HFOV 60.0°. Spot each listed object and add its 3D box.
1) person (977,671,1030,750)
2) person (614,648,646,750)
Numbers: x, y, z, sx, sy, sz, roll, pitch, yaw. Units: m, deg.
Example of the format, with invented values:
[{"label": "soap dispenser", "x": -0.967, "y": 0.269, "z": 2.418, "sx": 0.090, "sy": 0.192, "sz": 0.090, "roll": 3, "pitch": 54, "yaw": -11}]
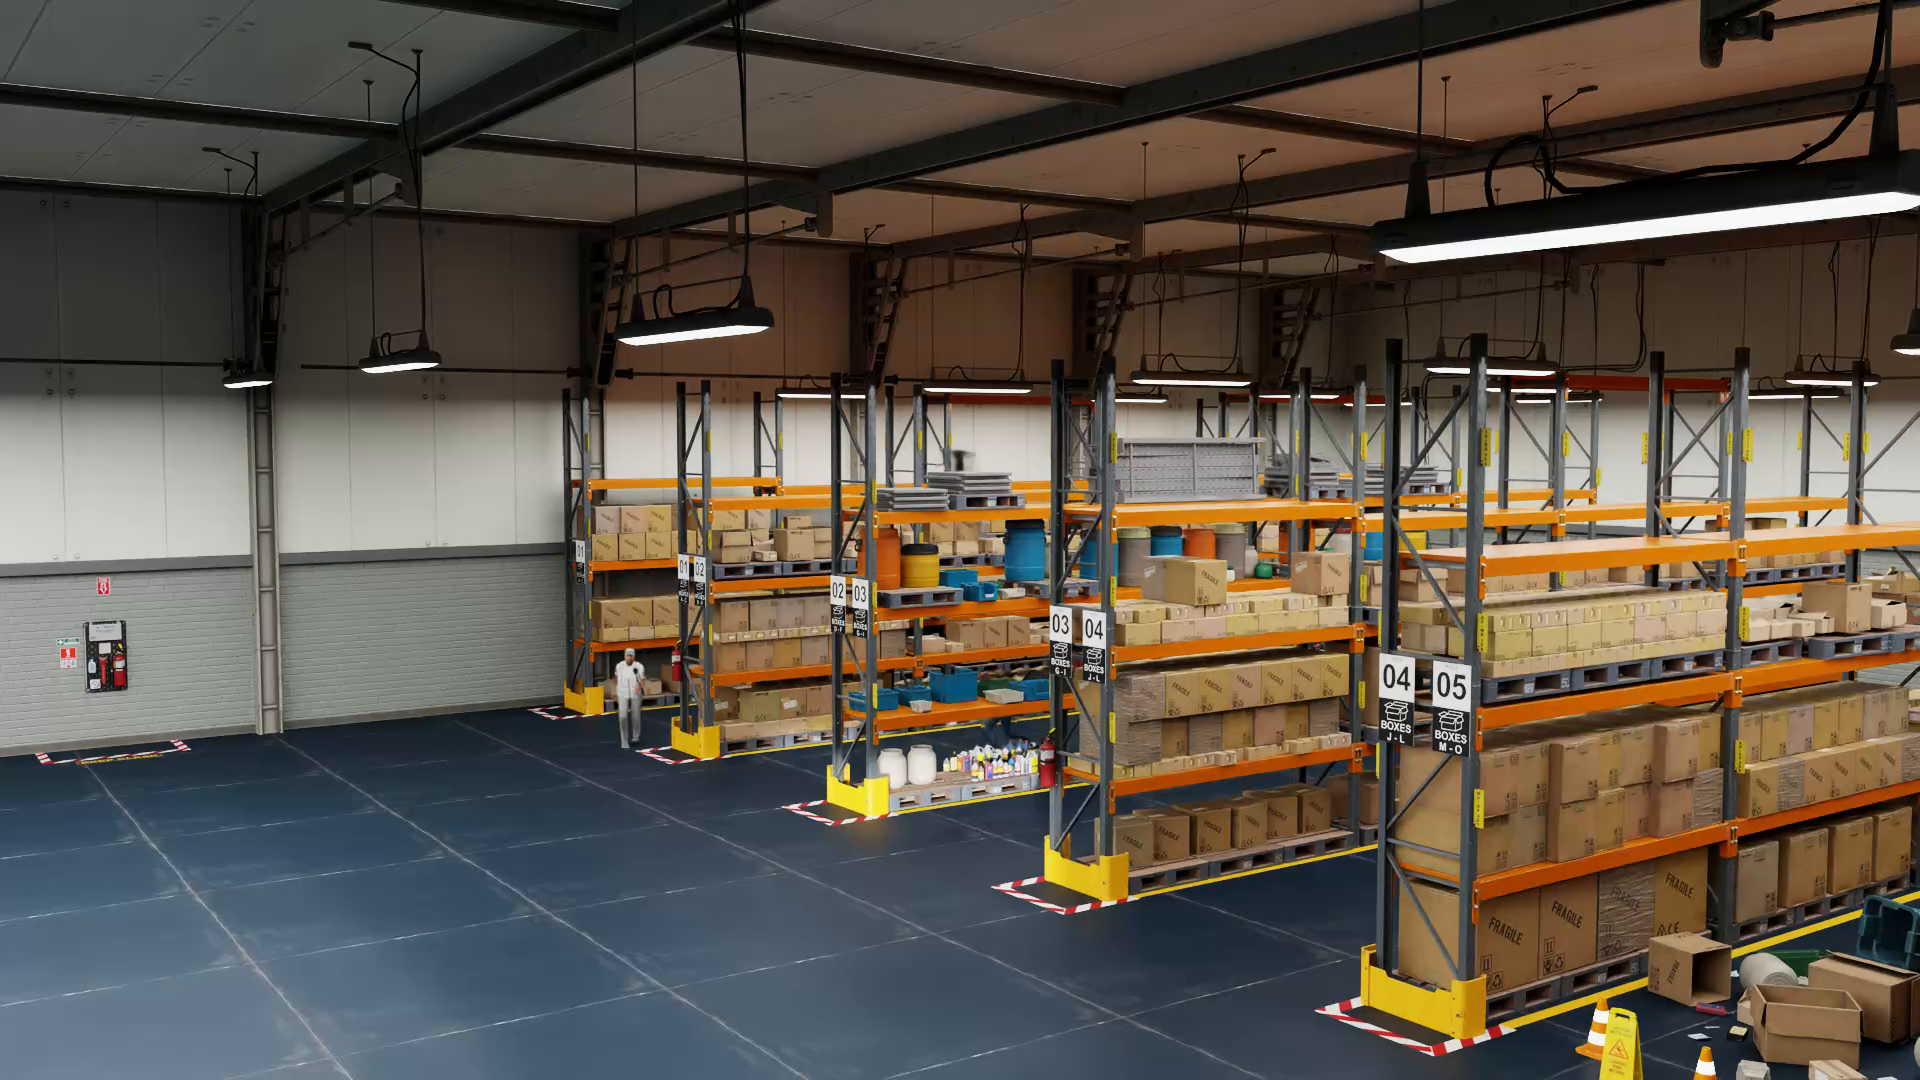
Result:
[{"label": "person", "x": 0.719, "y": 2.858, "z": 26.320, "sx": 0.980, "sy": 1.281, "sz": 0.527, "roll": -2, "pitch": 4, "yaw": -26}, {"label": "person", "x": -5.420, "y": 2.608, "z": 27.330, "sx": 0.509, "sy": 1.700, "sz": 0.788, "roll": -1, "pitch": 4, "yaw": -11}]
